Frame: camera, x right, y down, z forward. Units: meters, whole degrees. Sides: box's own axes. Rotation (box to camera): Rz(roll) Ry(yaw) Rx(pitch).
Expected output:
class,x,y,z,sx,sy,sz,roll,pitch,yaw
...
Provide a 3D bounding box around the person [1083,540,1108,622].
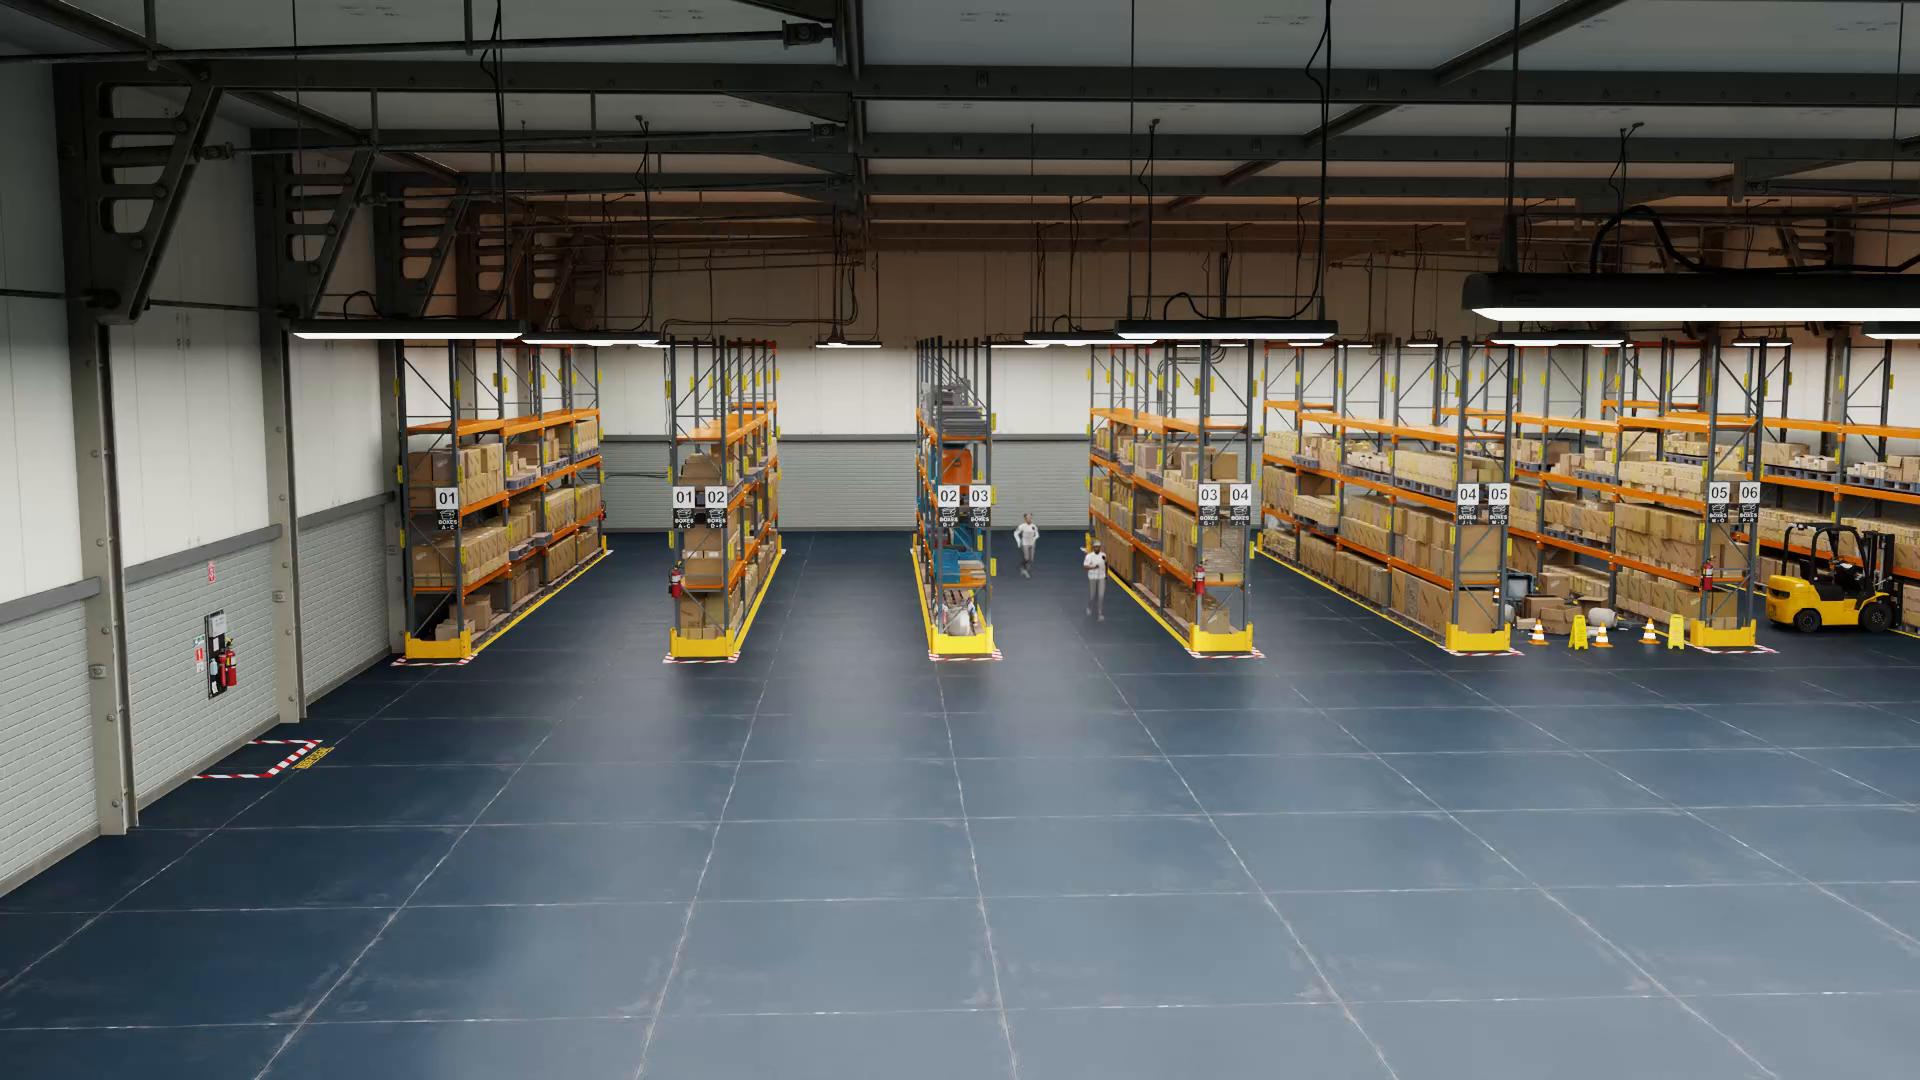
class,x,y,z,sx,sy,sz,roll,pitch,yaw
person,2.896,0.835,35.448,0.604,1.703,0.900,-1,7,-11

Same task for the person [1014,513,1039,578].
class,x,y,z,sx,sy,sz,roll,pitch,yaw
person,1.725,0.138,41.896,0.599,1.657,0.560,-2,7,-16

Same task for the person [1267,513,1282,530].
class,x,y,z,sx,sy,sz,roll,pitch,yaw
person,9.390,-0.706,49.031,0.633,1.748,0.686,0,7,-4

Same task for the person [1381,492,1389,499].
class,x,y,z,sx,sy,sz,roll,pitch,yaw
person,12.573,-0.744,49.455,0.662,1.718,0.690,0,6,1
